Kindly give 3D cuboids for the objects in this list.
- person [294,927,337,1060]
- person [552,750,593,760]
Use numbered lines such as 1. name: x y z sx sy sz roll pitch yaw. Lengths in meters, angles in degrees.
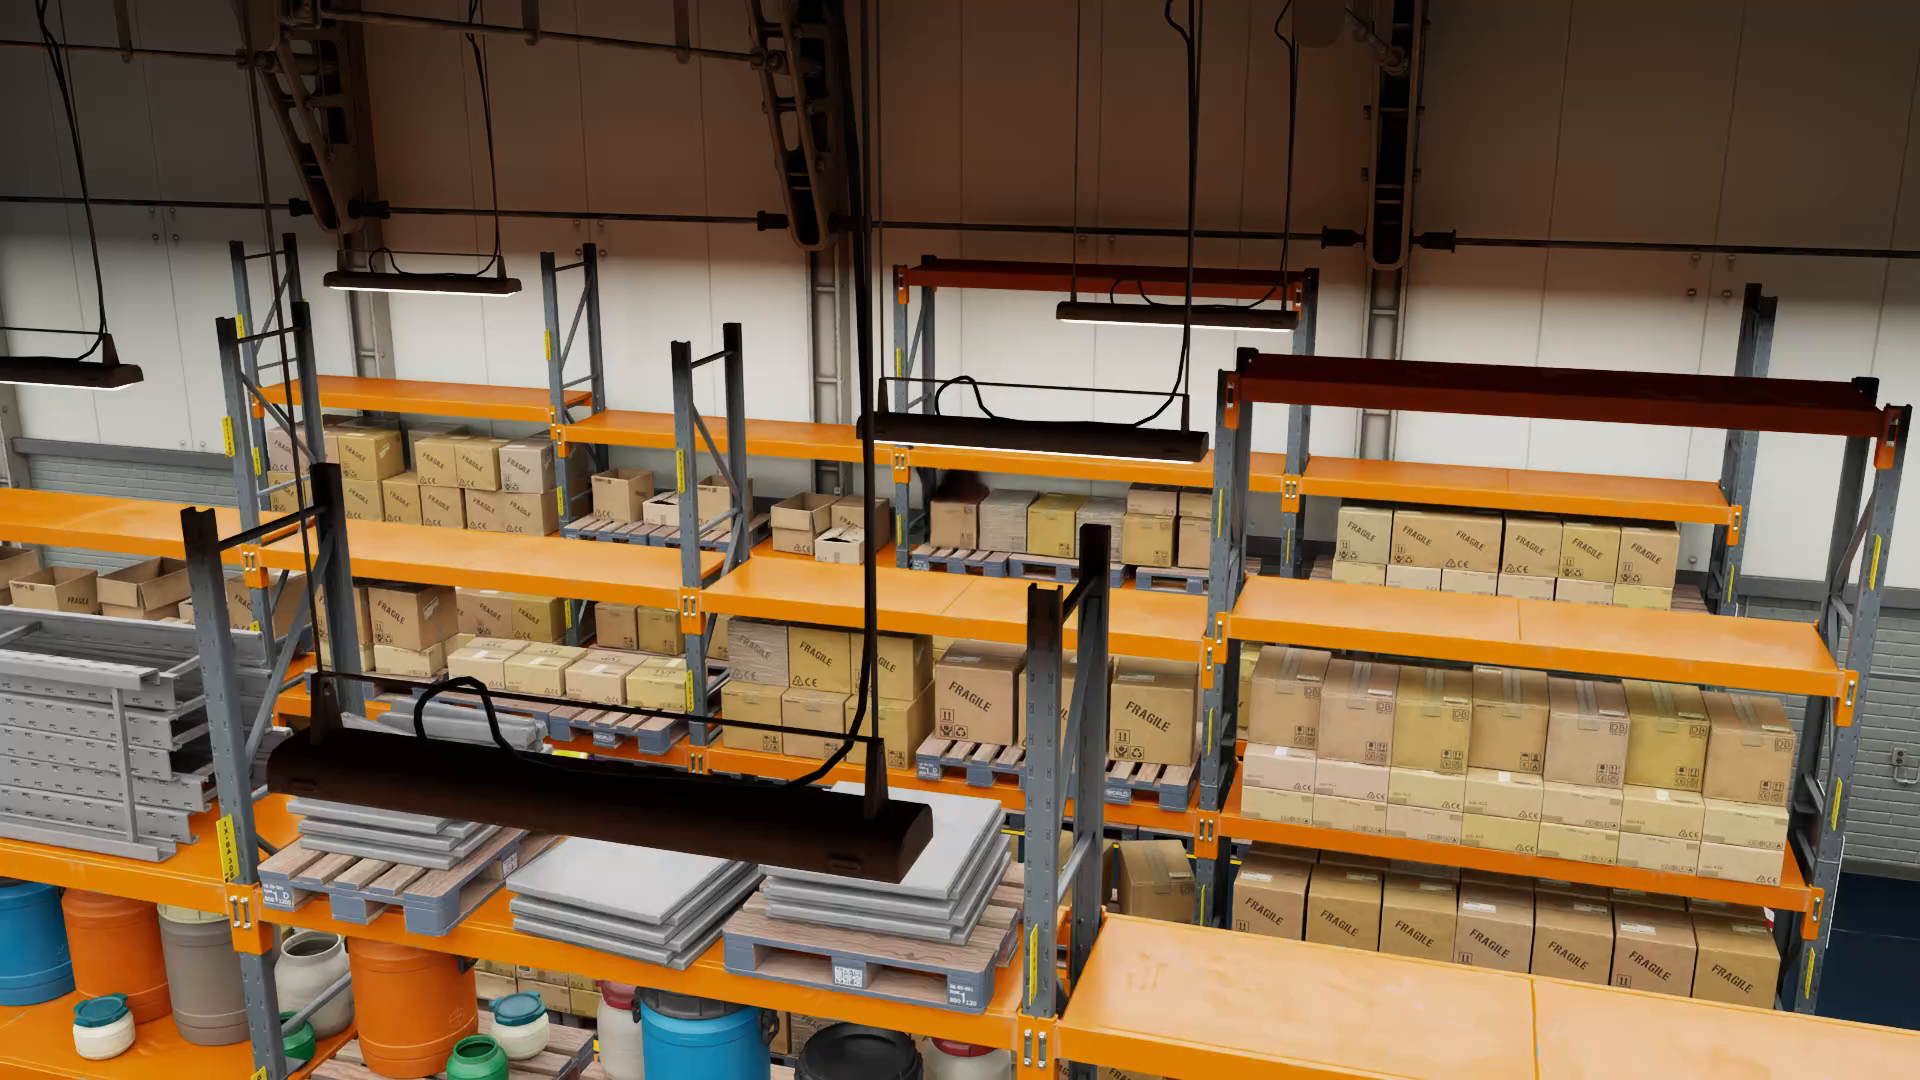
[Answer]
1. person: -4.871 3.654 12.894 0.538 1.782 0.469 14 21 41
2. person: -3.828 2.616 16.473 0.630 1.768 0.457 -1 16 -3
